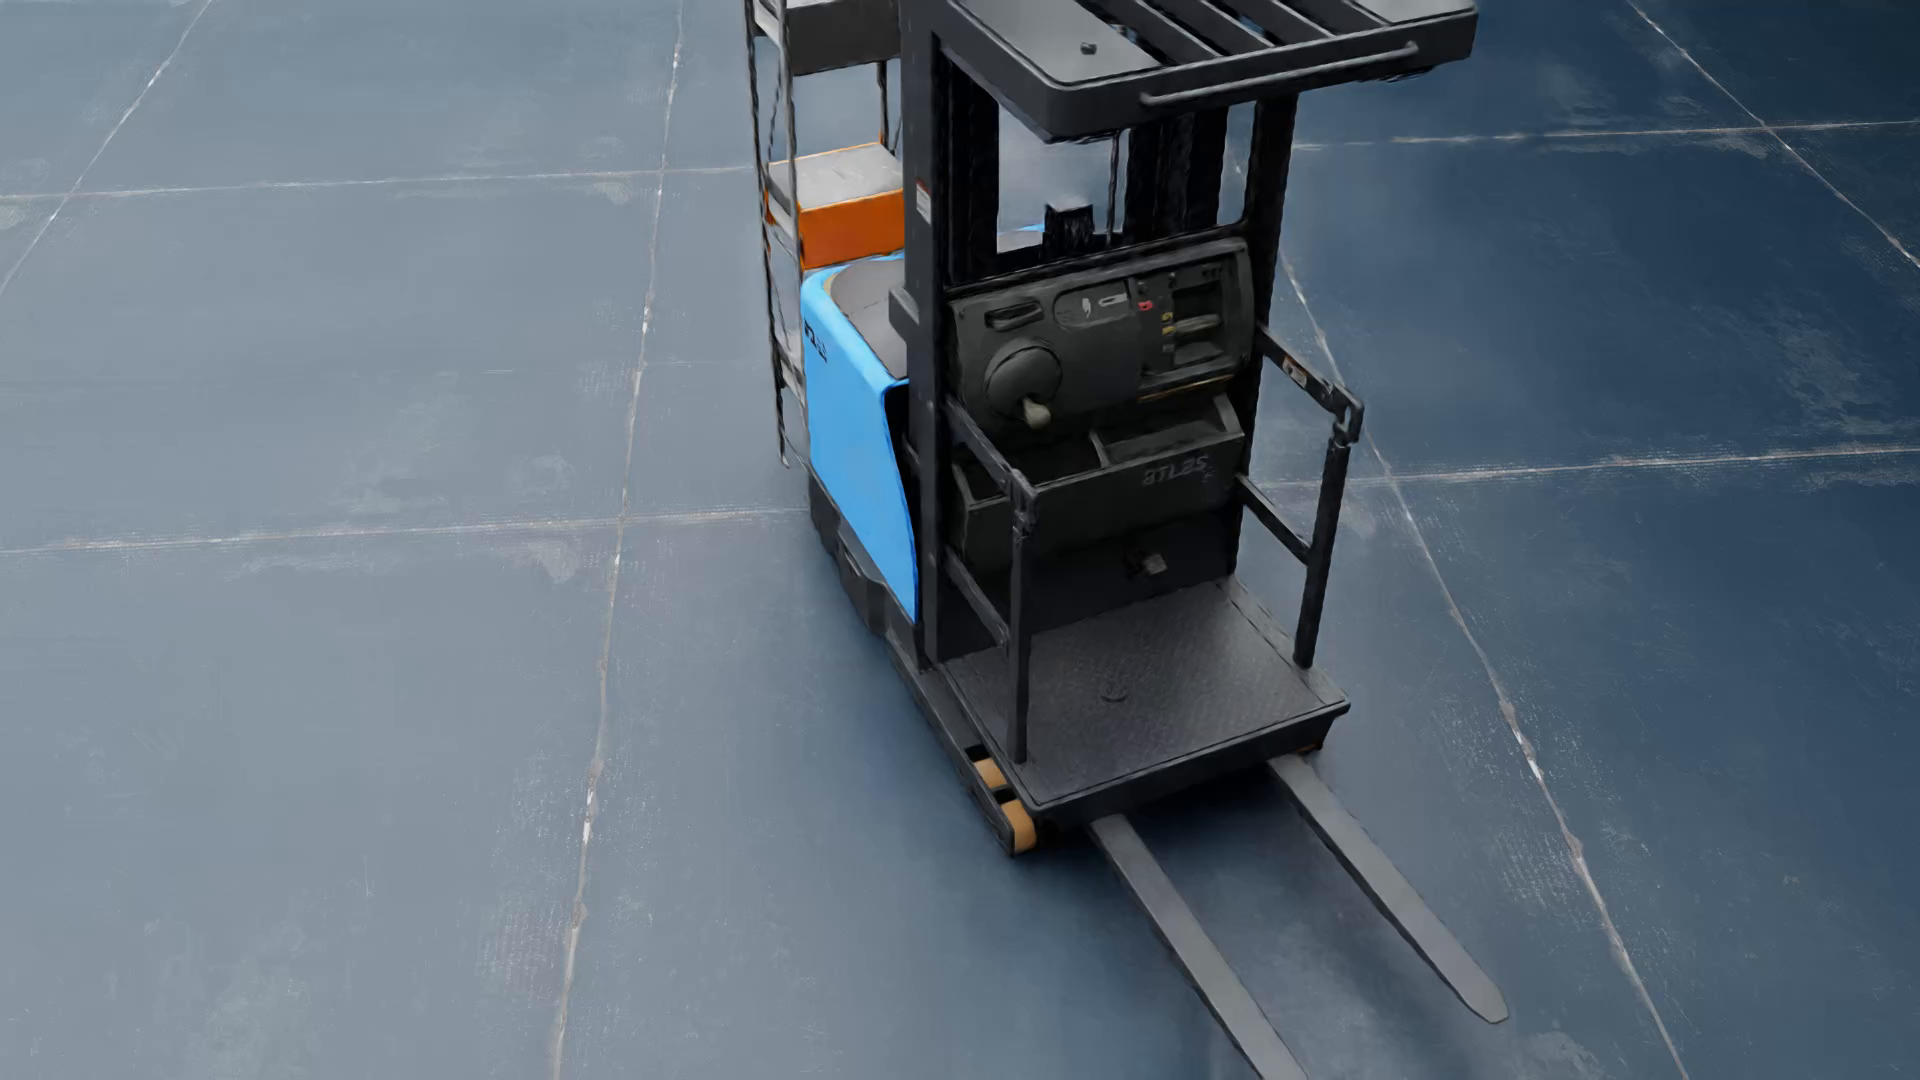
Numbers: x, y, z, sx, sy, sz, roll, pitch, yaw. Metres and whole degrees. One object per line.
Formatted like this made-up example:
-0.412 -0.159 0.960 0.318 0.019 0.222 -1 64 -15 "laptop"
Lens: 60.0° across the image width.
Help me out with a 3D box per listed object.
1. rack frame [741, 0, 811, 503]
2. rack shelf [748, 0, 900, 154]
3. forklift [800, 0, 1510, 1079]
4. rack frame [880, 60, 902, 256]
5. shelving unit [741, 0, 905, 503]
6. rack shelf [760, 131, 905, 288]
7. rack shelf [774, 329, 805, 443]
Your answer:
-0.637 -1.051 5.887 0.015 2.100 0.400 -16 41 -20 "rack frame"
-0.416 -1.654 5.543 0.480 0.518 0.431 -16 41 -20 "rack shelf"
0.505 -0.507 4.526 1.130 2.935 3.031 -16 41 -19 "forklift"
-0.195 -1.179 6.050 0.015 2.100 0.400 -16 41 -20 "rack frame"
-0.416 -1.115 5.968 0.503 2.100 0.431 -16 41 -20 "shelving unit"
-0.416 -1.104 5.977 0.480 0.518 0.431 -16 41 -20 "rack shelf"
-0.416 -0.555 6.410 0.480 0.518 0.431 -16 41 -20 "rack shelf"
